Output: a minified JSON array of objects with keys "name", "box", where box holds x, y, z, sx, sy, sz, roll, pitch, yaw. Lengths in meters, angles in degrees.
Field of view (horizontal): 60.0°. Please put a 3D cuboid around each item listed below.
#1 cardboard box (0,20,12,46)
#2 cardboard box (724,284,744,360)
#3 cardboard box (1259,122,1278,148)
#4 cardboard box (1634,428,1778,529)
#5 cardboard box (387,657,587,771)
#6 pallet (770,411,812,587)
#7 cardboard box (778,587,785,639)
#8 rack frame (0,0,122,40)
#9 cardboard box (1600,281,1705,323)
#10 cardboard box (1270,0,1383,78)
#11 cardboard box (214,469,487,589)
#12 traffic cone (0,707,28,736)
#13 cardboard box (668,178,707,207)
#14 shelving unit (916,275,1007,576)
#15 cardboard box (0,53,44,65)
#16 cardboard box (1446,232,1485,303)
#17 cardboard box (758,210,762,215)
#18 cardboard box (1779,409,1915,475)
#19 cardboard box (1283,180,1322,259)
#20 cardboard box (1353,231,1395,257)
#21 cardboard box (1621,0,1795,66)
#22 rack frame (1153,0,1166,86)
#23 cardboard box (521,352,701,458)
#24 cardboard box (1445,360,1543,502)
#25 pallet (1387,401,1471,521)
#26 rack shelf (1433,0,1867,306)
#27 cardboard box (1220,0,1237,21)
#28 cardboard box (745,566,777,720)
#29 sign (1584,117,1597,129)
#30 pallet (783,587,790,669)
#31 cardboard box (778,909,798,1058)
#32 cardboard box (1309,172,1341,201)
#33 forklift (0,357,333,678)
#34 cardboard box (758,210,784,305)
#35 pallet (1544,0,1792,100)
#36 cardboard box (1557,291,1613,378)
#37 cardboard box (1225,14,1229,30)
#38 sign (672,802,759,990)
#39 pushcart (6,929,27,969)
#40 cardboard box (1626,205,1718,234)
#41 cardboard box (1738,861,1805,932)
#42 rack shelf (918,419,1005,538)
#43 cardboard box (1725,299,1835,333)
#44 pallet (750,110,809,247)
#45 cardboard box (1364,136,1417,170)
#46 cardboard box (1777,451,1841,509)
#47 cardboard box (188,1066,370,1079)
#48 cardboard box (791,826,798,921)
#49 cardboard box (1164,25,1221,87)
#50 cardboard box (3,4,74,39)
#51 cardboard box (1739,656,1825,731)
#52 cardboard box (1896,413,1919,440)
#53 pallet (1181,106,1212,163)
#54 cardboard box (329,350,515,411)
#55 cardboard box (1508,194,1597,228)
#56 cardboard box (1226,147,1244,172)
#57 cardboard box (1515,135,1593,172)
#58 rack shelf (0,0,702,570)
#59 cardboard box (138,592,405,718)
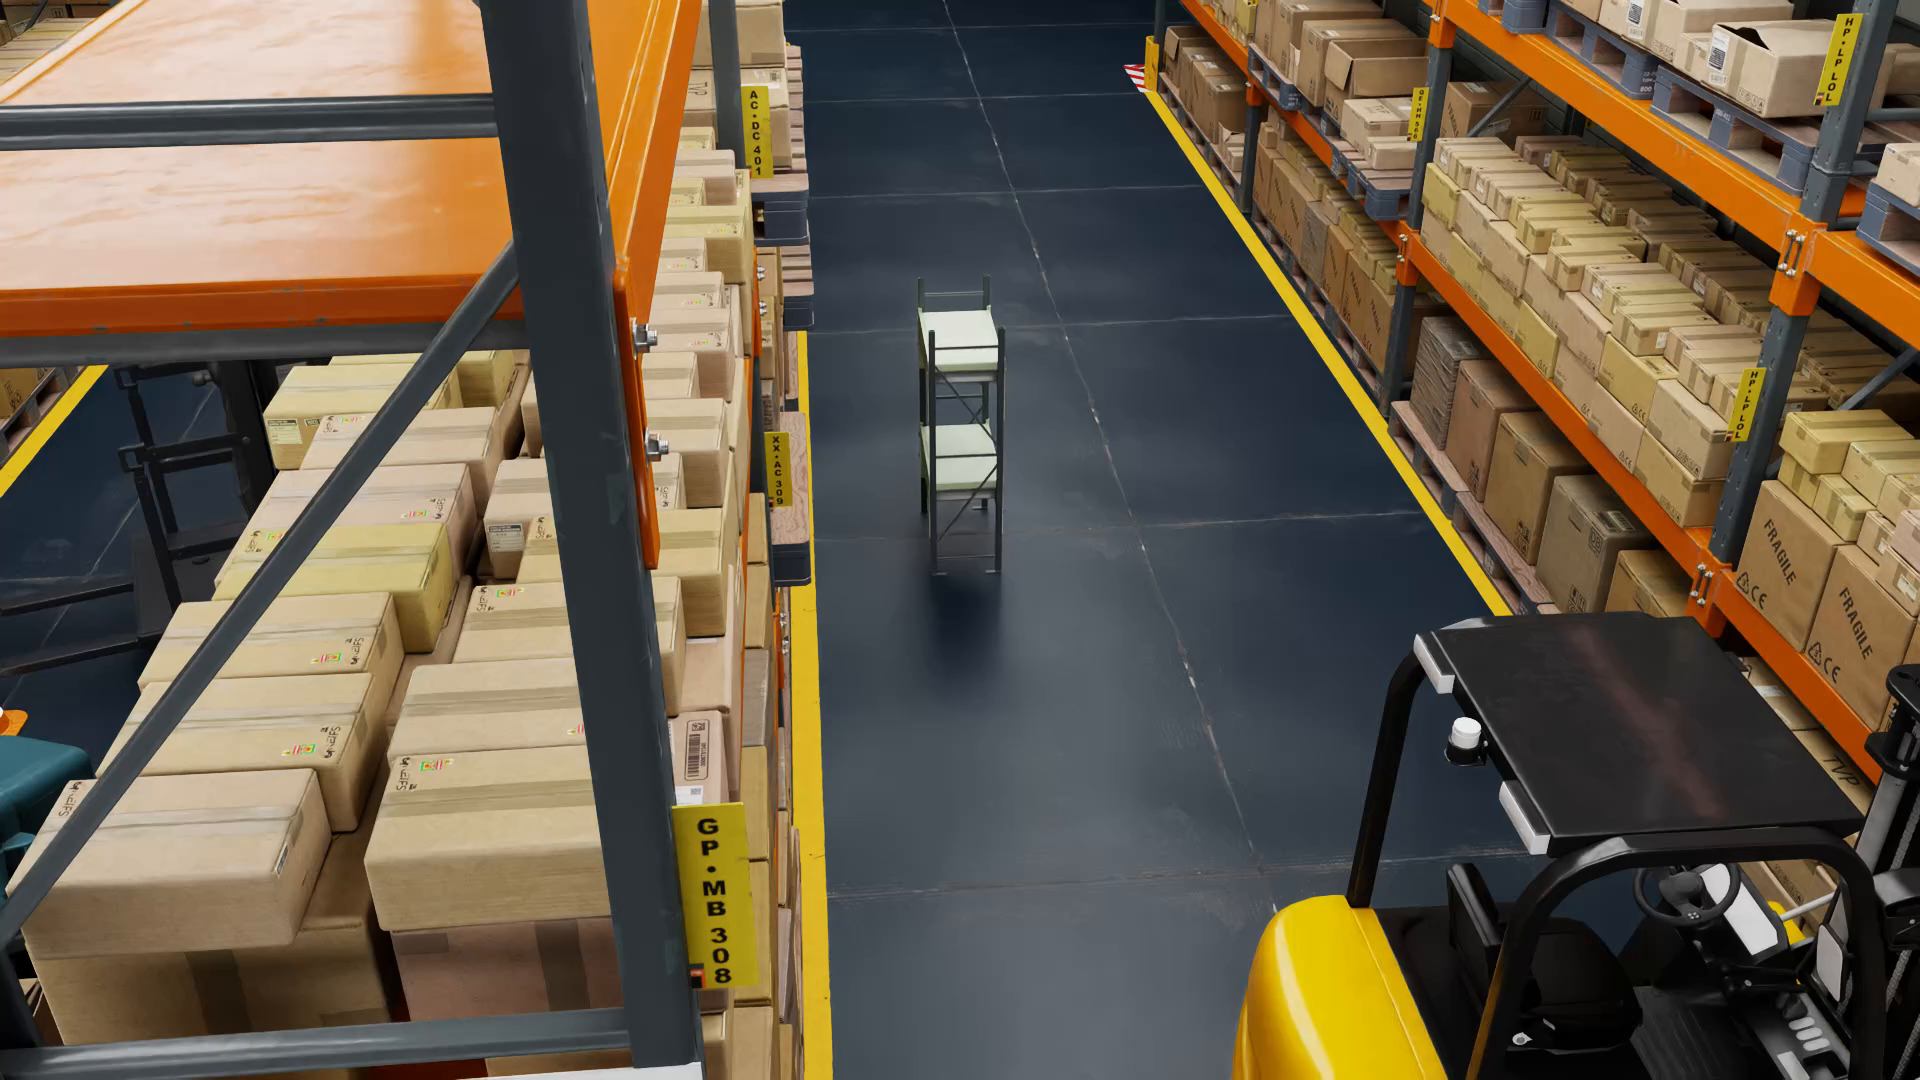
[{"name":"cardboard box","box":[-7.332,-3.770,12.392,0.380,0.149,0.250,-1,31,-2]},{"name":"cardboard box","box":[-0.853,-0.489,4.575,0.500,0.250,0.500,-3,31,-5]},{"name":"cardboard box","box":[2.719,-3.384,13.885,0.380,0.149,0.250,-1,31,-2]},{"name":"cardboard box","box":[3.390,-0.290,7.456,0.500,0.250,0.500,-2,31,-3]},{"name":"cardboard box","box":[-0.740,0.331,2.813,0.380,0.149,0.250,-3,31,-5]},{"name":"pallet","box":[-1.171,-0.185,7.321,1.003,0.211,1.213,-3,31,-5]},{"name":"cardboard box","box":[-1.366,0.444,8.235,0.950,0.372,0.625,-1,31,-1]},{"name":"rack frame","box":[-6.911,-3.665,12.961,1.000,3.000,0.127,-3,31,-5]},{"name":"cardboard box","box":[3.313,-1.118,7.966,0.380,0.149,0.250,-3,31,-6]},{"name":"cardboard box","box":[2.821,-3.895,12.839,0.700,0.500,0.500,-2,31,-4]},{"name":"cardboard box","box":[-1.286,0.052,3.670,0.500,0.250,0.500,-2,31,-3]},{"name":"traffic cone","box":[-4.785,0.751,8.041,0.336,0.463,0.334,-3,31,-5]},{"name":"cardboard box","box":[-0.961,-0.974,4.998,0.380,0.149,0.250,-2,31,-3]},{"name":"shelving unit","box":[0.001,-0.640,9.360,0.431,1.500,0.755,-3,31,-5]},{"name":"cardboard box","box":[-6.586,-3.269,11.553,0.380,0.149,0.250,-4,31,-6]},{"name":"cardboard box","box":[3.164,-1.592,9.636,0.500,0.250,0.500,-3,31,-6]},{"name":"cardboard box","box":[-1.184,-1.720,8.274,0.380,0.149,0.250,-4,31,-7]},{"name":"cardboard box","box":[3.432,-0.382,6.444,0.380,0.149,0.250,-2,31,-4]},{"name":"cardboard box","box":[2.873,-2.517,13.067,0.500,0.500,0.500,-4,31,-6]},{"name":"cardboard box","box":[2.988,-2.052,11.655,0.380,0.149,0.250,-4,31,-6]},{"name":"cardboard box","box":[3.316,-2.332,7.384,0.500,0.311,0.500,-4,31,-6]},{"name":"rack frame","box":[2.576,-6.236,17.265,1.000,3.000,0.127,-3,31,-5]},{"name":"cardboard box","box":[-0.812,-0.319,3.902,0.380,0.149,0.250,-2,31,-4]},{"name":"cardboard box","box":[3.437,-0.660,9.836,0.875,0.625,0.625,-2,31,-3]},{"name":"pallet","box":[3.362,-0.532,10.435,1.003,0.211,1.213,-3,31,-5]},{"name":"rack shelf","box":[3.511,-2.109,8.133,1.077,0.370,4.000,-3,31,-5]},{"name":"cardboard box","box":[2.598,-4.761,14.651,0.500,0.250,0.500,-3,31,-4]},{"name":"cardboard box","box":[-0.900,0.437,5.705,0.500,0.500,0.500,-2,31,-3]},{"name":"sign","box":[3.876,-2.677,10.177,0.100,0.325,0.005,-3,31,-5]},{"name":"pallet","box":[-1.435,0.306,9.032,1.003,0.211,1.213,-3,31,-5]},{"name":"cardboard box","box":[-0.824,1.618,5.657,0.500,0.500,0.500,-1,31,-2]},{"name":"cardboard box","box":[2.903,-2.720,12.774,0.380,0.149,0.250,-2,31,-3]},{"name":"forklift","box":[-3.874,-0.821,8.267,3.031,2.935,1.130,-13,33,-21]},{"name":"cardboard box","box":[-1.191,-1.523,8.577,0.500,0.500,0.500,-5,31,-8]},{"name":"pallet","box":[3.584,-2.445,8.178,1.003,0.211,1.213,-1,31,-2]},{"name":"cardboard box","box":[3.300,-1.022,8.194,0.500,0.250,0.500,-2,31,-4]},{"name":"cardboard box","box":[2.577,-4.635,14.830,0.380,0.149,0.250,-2,31,-3]},{"name":"sign","box":[-0.330,0.483,2.238,0.100,0.325,0.005,-3,31,-5]},{"name":"pushcart","box":[-3.510,1.391,7.053,1.648,0.377,0.936,-14,33,-22]},{"name":"cardboard box","box":[3.801,-1.671,8.892,0.380,0.149,0.250,-3,31,-5]},{"name":"cardboard box","box":[3.476,1.412,6.733,0.500,0.250,0.500,-3,31,-6]},{"name":"rack shelf","box":[0.001,-0.361,9.527,0.431,0.370,0.720,-3,31,-5]},{"name":"cardboard box","box":[3.838,-1.017,7.797,0.380,0.149,0.250,-3,31,-5]},{"name":"pallet","box":[-1.196,-1.397,6.422,1.213,0.211,1.003,-3,31,-5]},{"name":"cardboard box","box":[2.880,-2.541,10.914,0.380,0.149,0.250,-2,31,-4]},{"name":"cardboard box","box":[3.465,-0.255,6.522,0.380,0.149,0.250,-3,31,-5]},{"name":"cardboard box","box":[-1.182,0.824,2.765,0.380,0.149,0.250,-3,31,-4]},{"name":"cardboard box","box":[-0.921,1.419,6.720,0.500,0.250,0.500,-1,31,-2]},{"name":"cardboard box","box":[2.539,-5.028,17.267,0.797,0.503,0.637,-4,31,-7]},{"name":"cardboard box","box":[-7.237,-4.069,13.250,0.500,0.500,0.500,-3,31,-5]},{"name":"cardboard box","box":[3.430,0.724,6.910,0.500,0.250,0.500,-3,31,-5]},{"name":"cardboard box","box":[3.905,-0.531,7.373,0.500,0.250,0.500,-3,31,-5]},{"name":"pallet","box":[2.770,-3.972,16.193,1.003,0.211,1.213,-3,31,-5]},{"name":"cardboard box","box":[-1.312,-0.426,4.080,0.380,0.149,0.250,-2,31,-4]},{"name":"cardboard box","box":[3.226,-1.770,9.059,0.380,0.149,0.250,-2,31,-4]},{"name":"cardboard box","box":[2.606,-3.421,14.922,0.380,0.149,0.250,-4,31,-6]},{"name":"cardboard box","box":[3.556,-2.317,9.973,0.380,0.149,0.250,-2,31,-3]},{"name":"rack shelf","box":[-1.057,-1.114,3.544,1.077,0.370,4.000,-3,31,-5]},{"name":"cardboard box","box":[-1.224,0.229,2.984,0.380,0.149,0.250,-3,31,-5]}]
